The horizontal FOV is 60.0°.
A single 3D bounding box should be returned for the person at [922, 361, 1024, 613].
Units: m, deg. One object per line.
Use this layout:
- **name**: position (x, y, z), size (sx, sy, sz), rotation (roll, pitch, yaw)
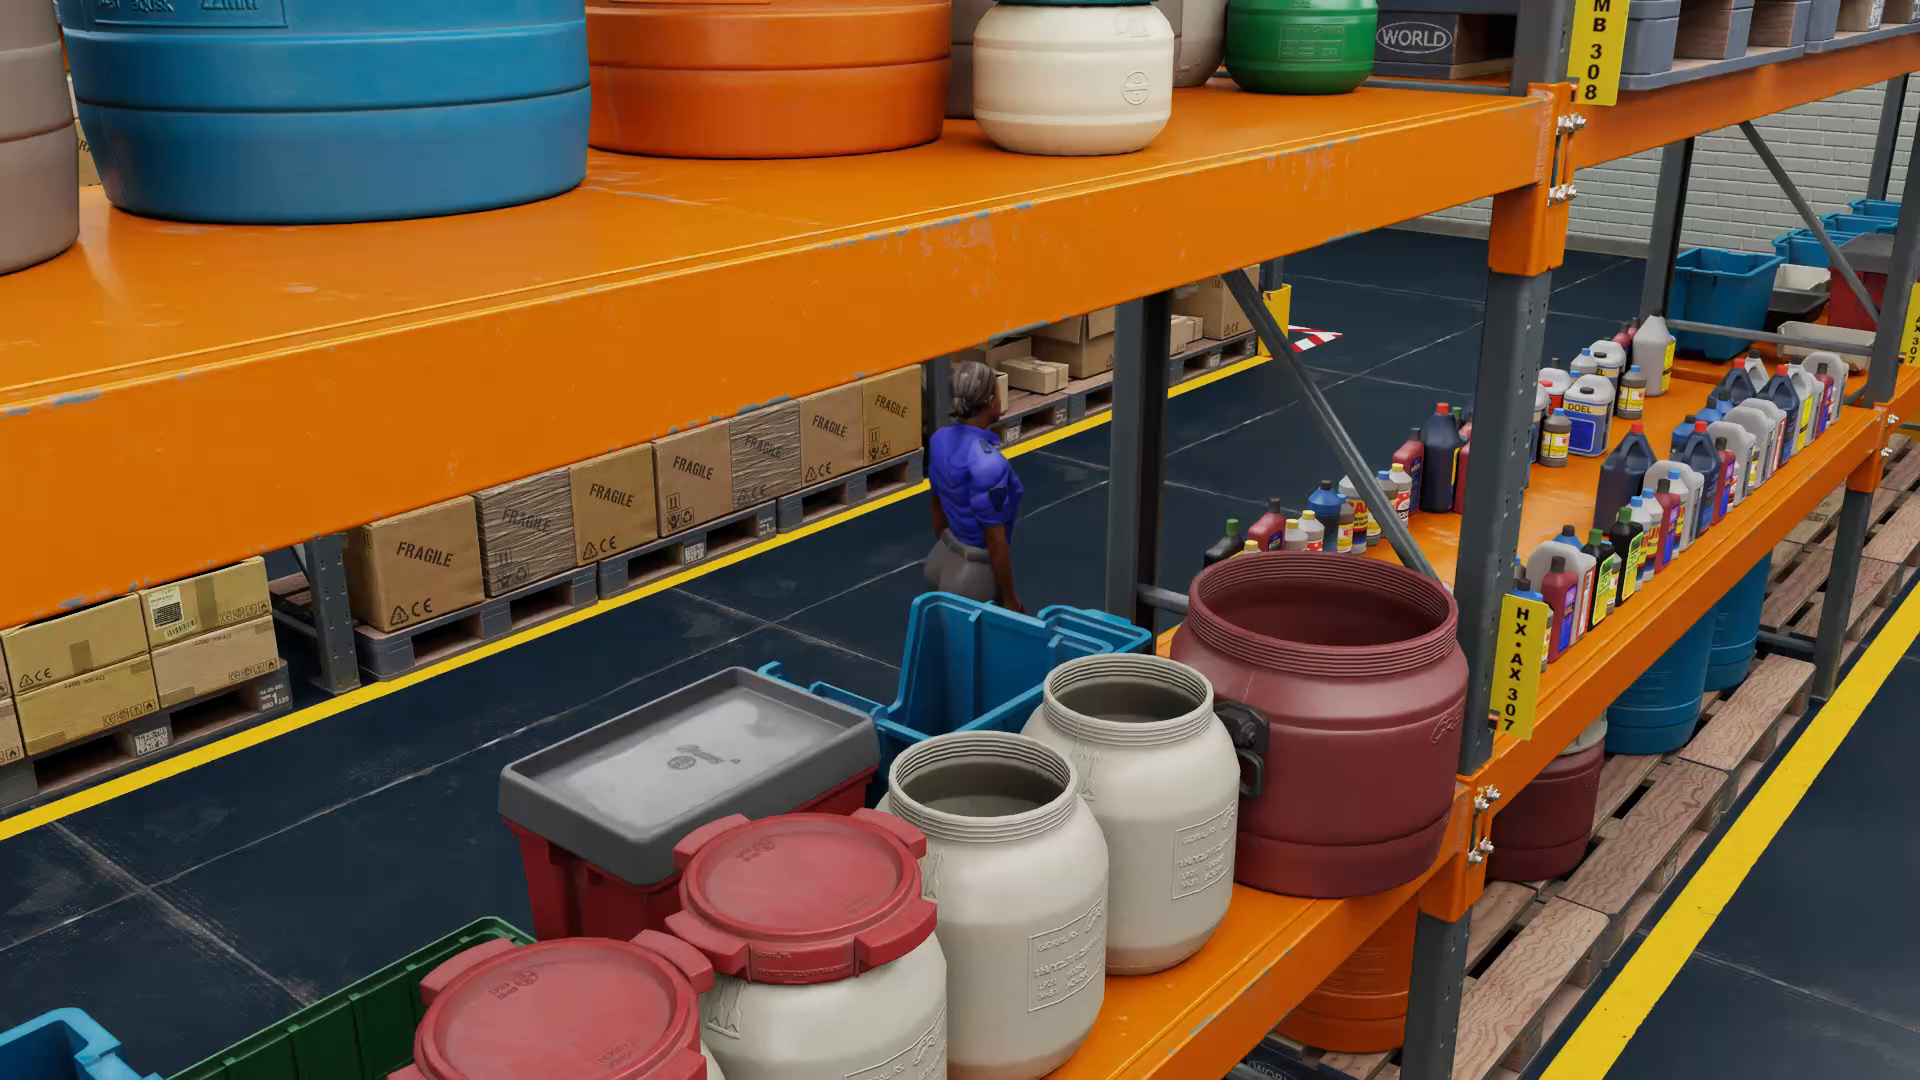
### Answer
- **person**: position (0.045, 0.162, 6.078), size (0.405, 1.661, 0.574), rotation (-9, 22, -22)
